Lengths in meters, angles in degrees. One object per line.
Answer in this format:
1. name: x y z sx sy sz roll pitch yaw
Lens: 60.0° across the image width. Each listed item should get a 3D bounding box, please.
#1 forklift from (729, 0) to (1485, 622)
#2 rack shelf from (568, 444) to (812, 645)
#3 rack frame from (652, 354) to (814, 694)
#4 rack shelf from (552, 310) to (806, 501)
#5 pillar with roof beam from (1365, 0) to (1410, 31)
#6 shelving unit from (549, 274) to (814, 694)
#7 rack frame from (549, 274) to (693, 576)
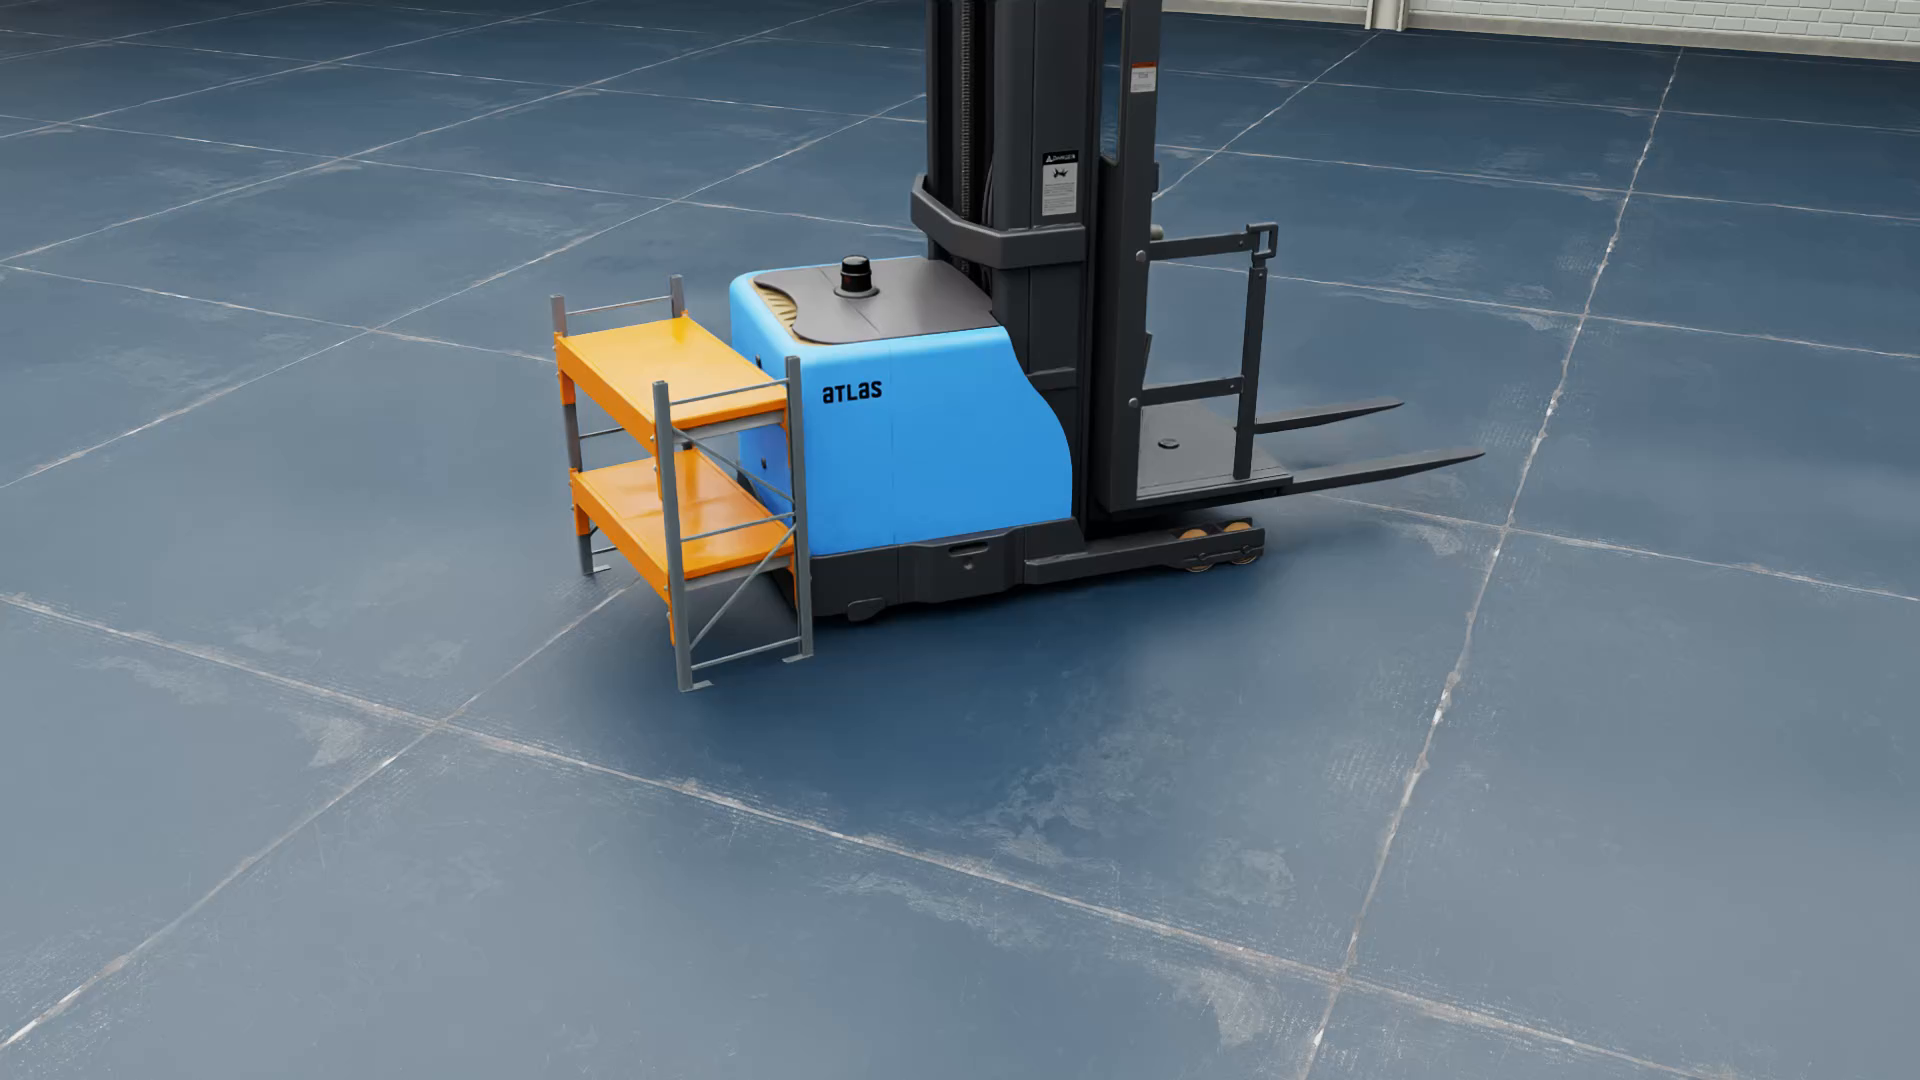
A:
1. forklift: 0.674 -1.399 6.273 3.031 2.935 1.130 -9 28 -17
2. rack shelf: -1.000 -0.015 6.060 0.538 0.278 1.000 -15 30 -27
3. rack frame: -0.743 -0.040 5.559 0.500 1.125 0.032 -15 30 -27
4. rack shelf: -1.000 -0.497 5.823 0.538 0.278 1.000 -15 30 -27
5. pillar with roof beam: 2.835 -7.857 12.520 0.400 9.000 9.100 11 28 22
6. shelving unit: -1.000 -0.234 5.952 0.538 1.125 1.048 -15 30 -27
7. rack frame: -1.257 -0.428 6.345 0.500 1.125 0.032 -15 30 -27
